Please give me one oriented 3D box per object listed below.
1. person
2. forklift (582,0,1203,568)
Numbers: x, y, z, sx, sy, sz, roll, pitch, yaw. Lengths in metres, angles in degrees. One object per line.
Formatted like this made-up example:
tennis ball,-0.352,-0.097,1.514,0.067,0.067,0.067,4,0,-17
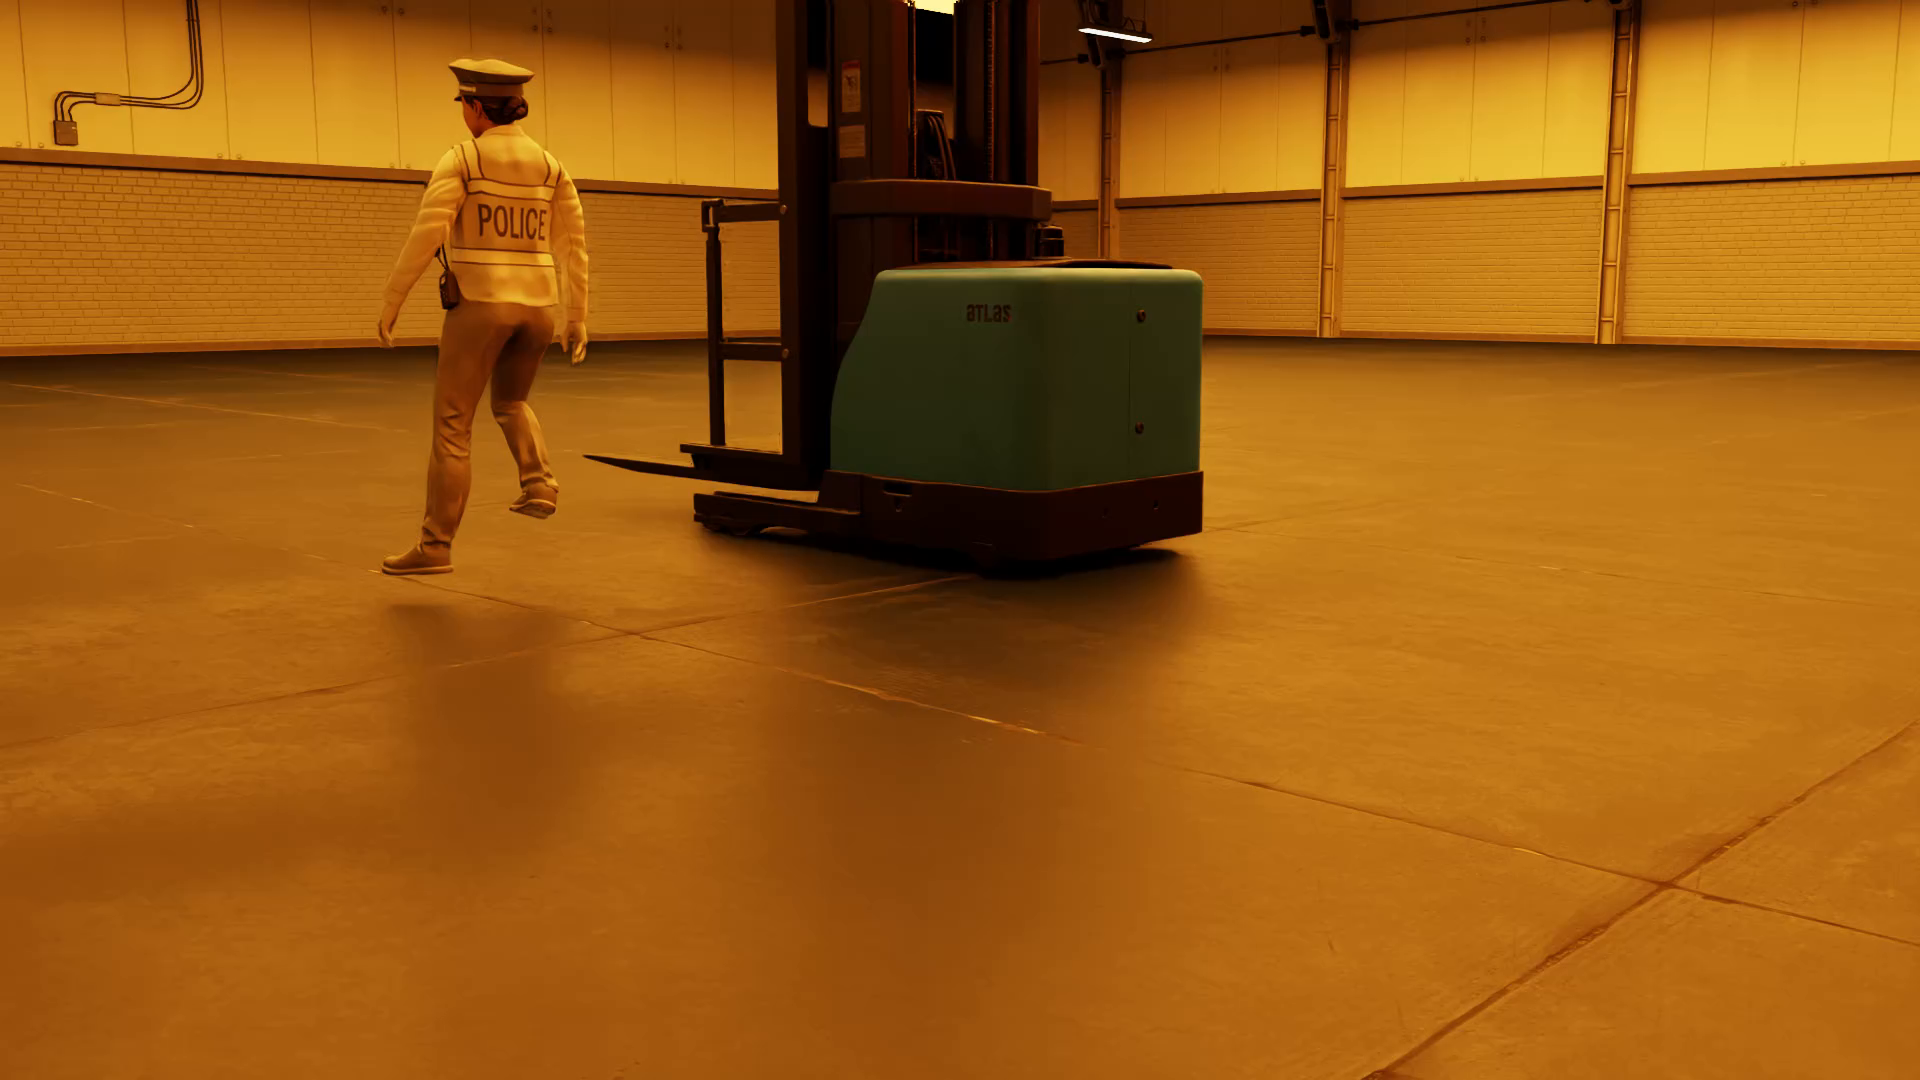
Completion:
person,-1.566,-0.734,5.498,0.707,1.665,0.439,-8,12,-44
forklift,-0.474,-1.513,6.922,3.031,2.935,1.130,8,12,43
